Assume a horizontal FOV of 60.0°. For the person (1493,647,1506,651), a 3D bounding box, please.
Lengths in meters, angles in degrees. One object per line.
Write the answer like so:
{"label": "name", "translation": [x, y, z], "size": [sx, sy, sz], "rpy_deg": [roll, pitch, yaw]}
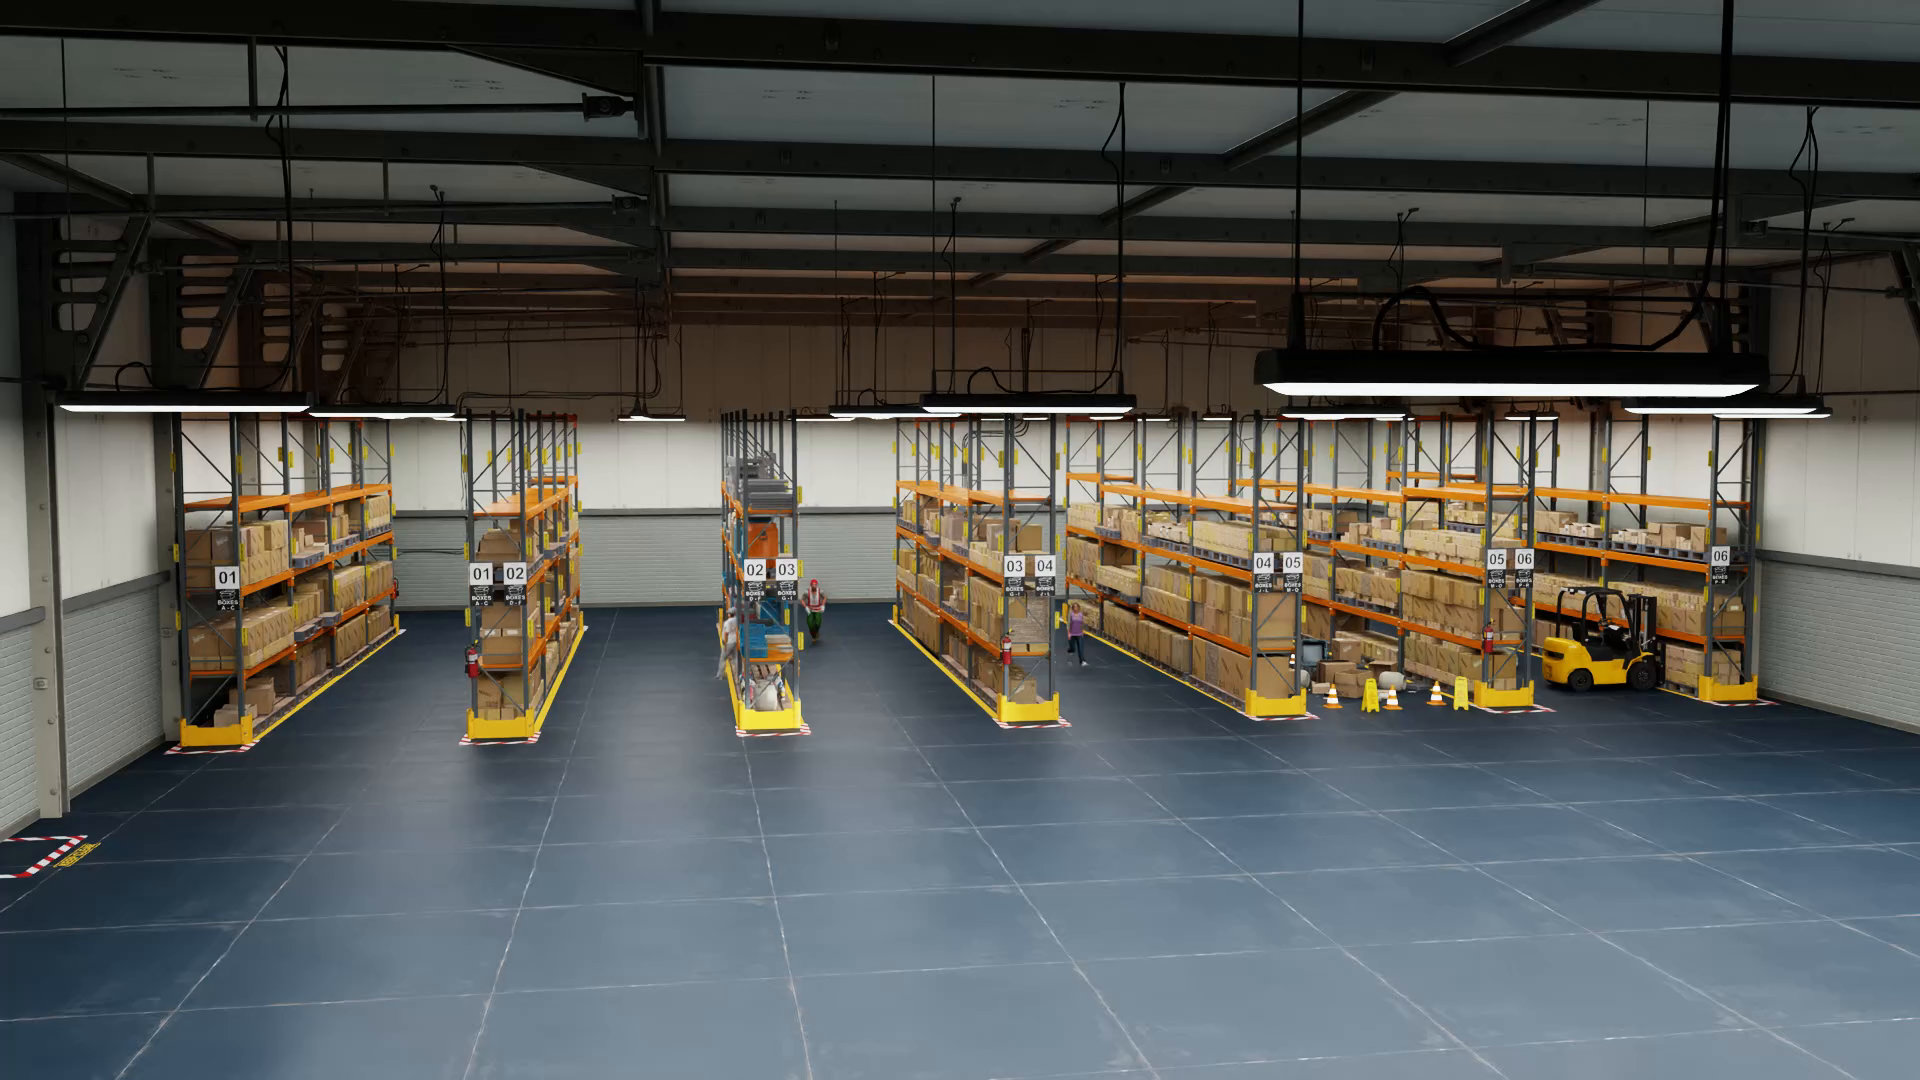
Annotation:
{"label": "person", "translation": [12.879, 2.147, 39.730], "size": [0.444, 1.714, 0.595], "rpy_deg": [-1, 4, -18]}

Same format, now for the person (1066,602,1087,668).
{"label": "person", "translation": [2.716, 2.211, 38.869], "size": [0.448, 1.482, 1.014], "rpy_deg": [0, 4, -5]}

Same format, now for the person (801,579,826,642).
{"label": "person", "translation": [-3.831, 1.850, 43.539], "size": [0.666, 1.688, 0.623], "rpy_deg": [0, 4, -3]}

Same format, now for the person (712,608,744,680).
{"label": "person", "translation": [-5.041, 2.295, 36.511], "size": [0.538, 1.624, 0.845], "rpy_deg": [-3, 5, -38]}

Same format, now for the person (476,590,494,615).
{"label": "person", "translation": [-13.997, 1.432, 49.324], "size": [1.106, 1.718, 0.524], "rpy_deg": [0, 4, 4]}
